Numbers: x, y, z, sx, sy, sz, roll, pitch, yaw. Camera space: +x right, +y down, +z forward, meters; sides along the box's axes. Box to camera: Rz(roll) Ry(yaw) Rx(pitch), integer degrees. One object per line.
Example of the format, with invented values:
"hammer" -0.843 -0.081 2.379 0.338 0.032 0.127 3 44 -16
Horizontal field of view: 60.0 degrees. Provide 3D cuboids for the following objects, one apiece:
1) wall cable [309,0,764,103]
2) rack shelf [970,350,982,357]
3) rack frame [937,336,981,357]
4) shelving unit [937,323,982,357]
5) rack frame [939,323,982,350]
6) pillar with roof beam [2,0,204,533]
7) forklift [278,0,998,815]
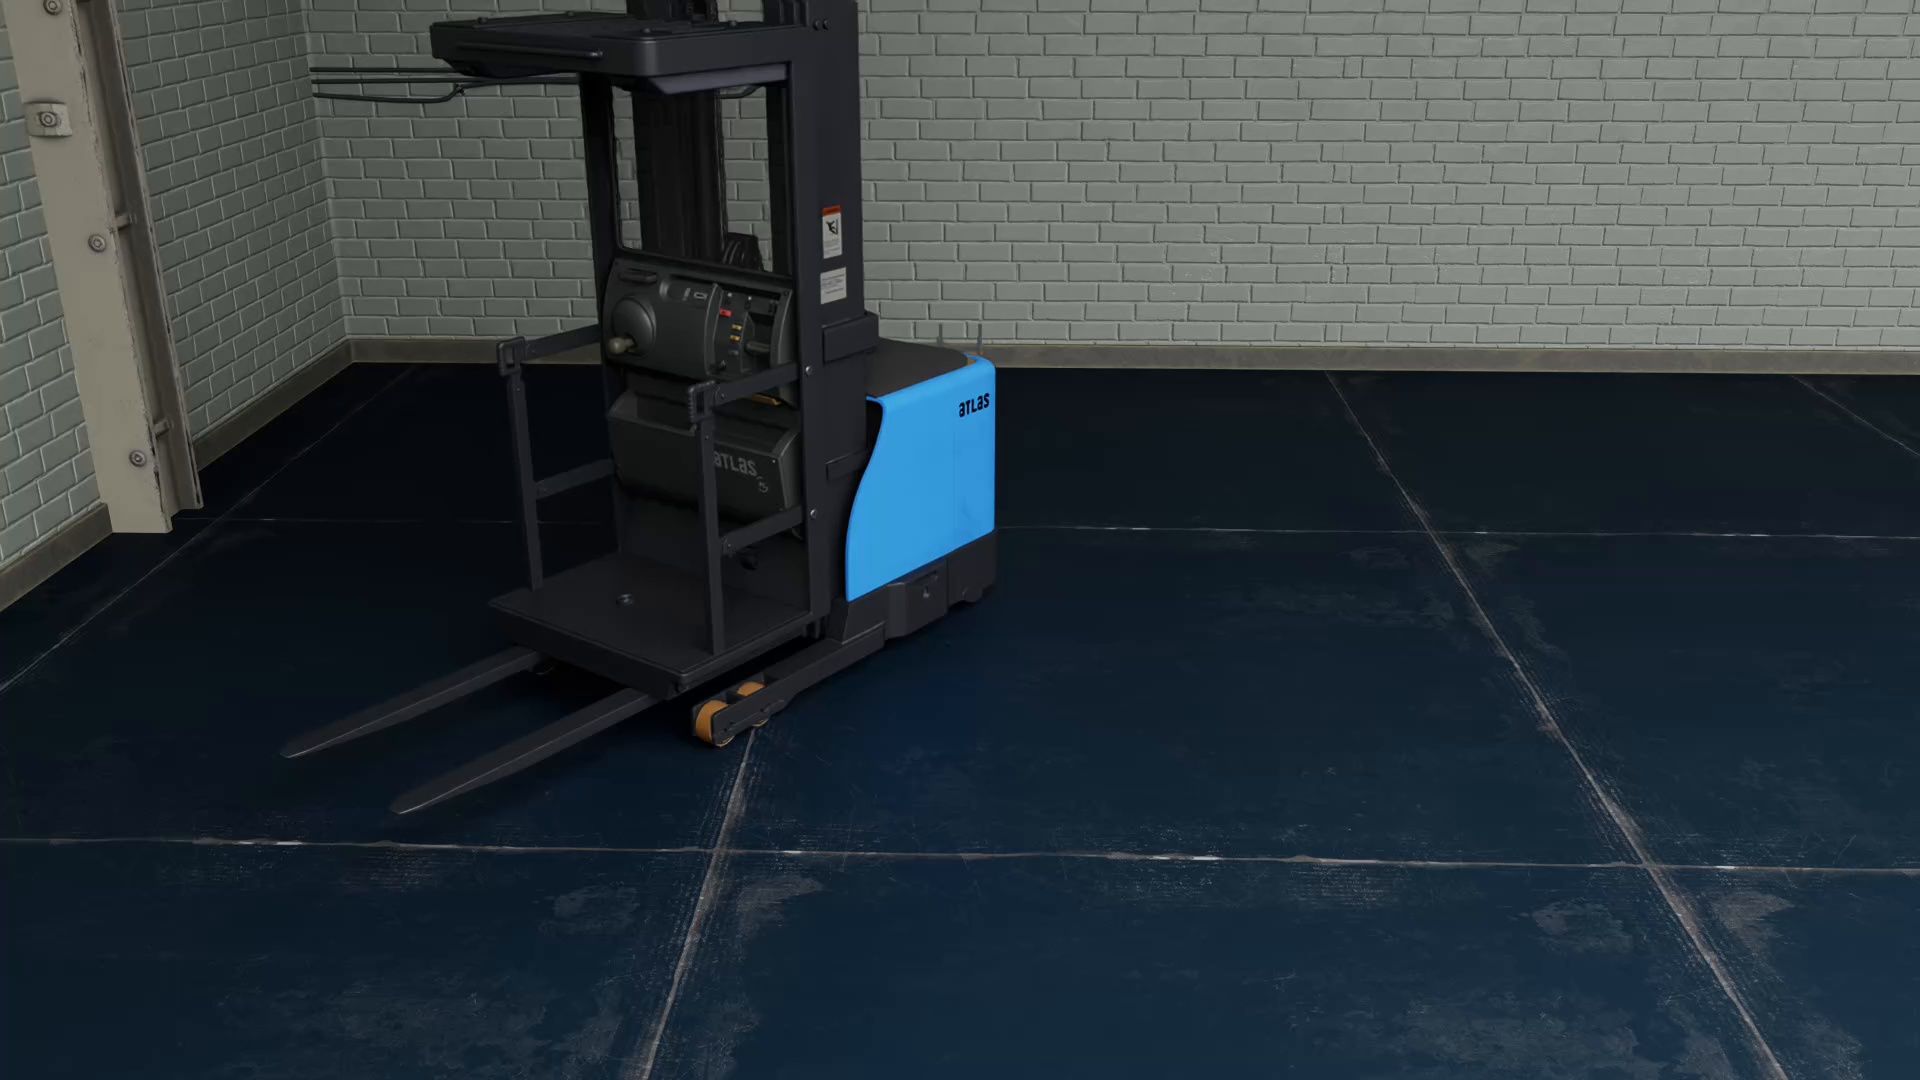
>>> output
"wall cable" -2.605 -3.906 9.949 3.097 2.526 0.112 1 21 2
"rack shelf" -0.002 -0.725 7.690 0.215 0.259 0.240 1 21 2
"rack frame" -0.005 -0.426 7.675 0.200 1.050 0.008 1 21 2
"shelving unit" -0.002 -0.470 7.789 0.215 1.050 0.252 1 21 2
"rack frame" 0.002 -0.514 7.903 0.200 1.050 0.008 1 21 2
"pillar with roof beam" 0.287 -4.256 6.558 9.100 9.000 0.400 1 21 2
"forklift" -1.117 -0.812 6.069 1.130 2.935 3.031 15 26 34
